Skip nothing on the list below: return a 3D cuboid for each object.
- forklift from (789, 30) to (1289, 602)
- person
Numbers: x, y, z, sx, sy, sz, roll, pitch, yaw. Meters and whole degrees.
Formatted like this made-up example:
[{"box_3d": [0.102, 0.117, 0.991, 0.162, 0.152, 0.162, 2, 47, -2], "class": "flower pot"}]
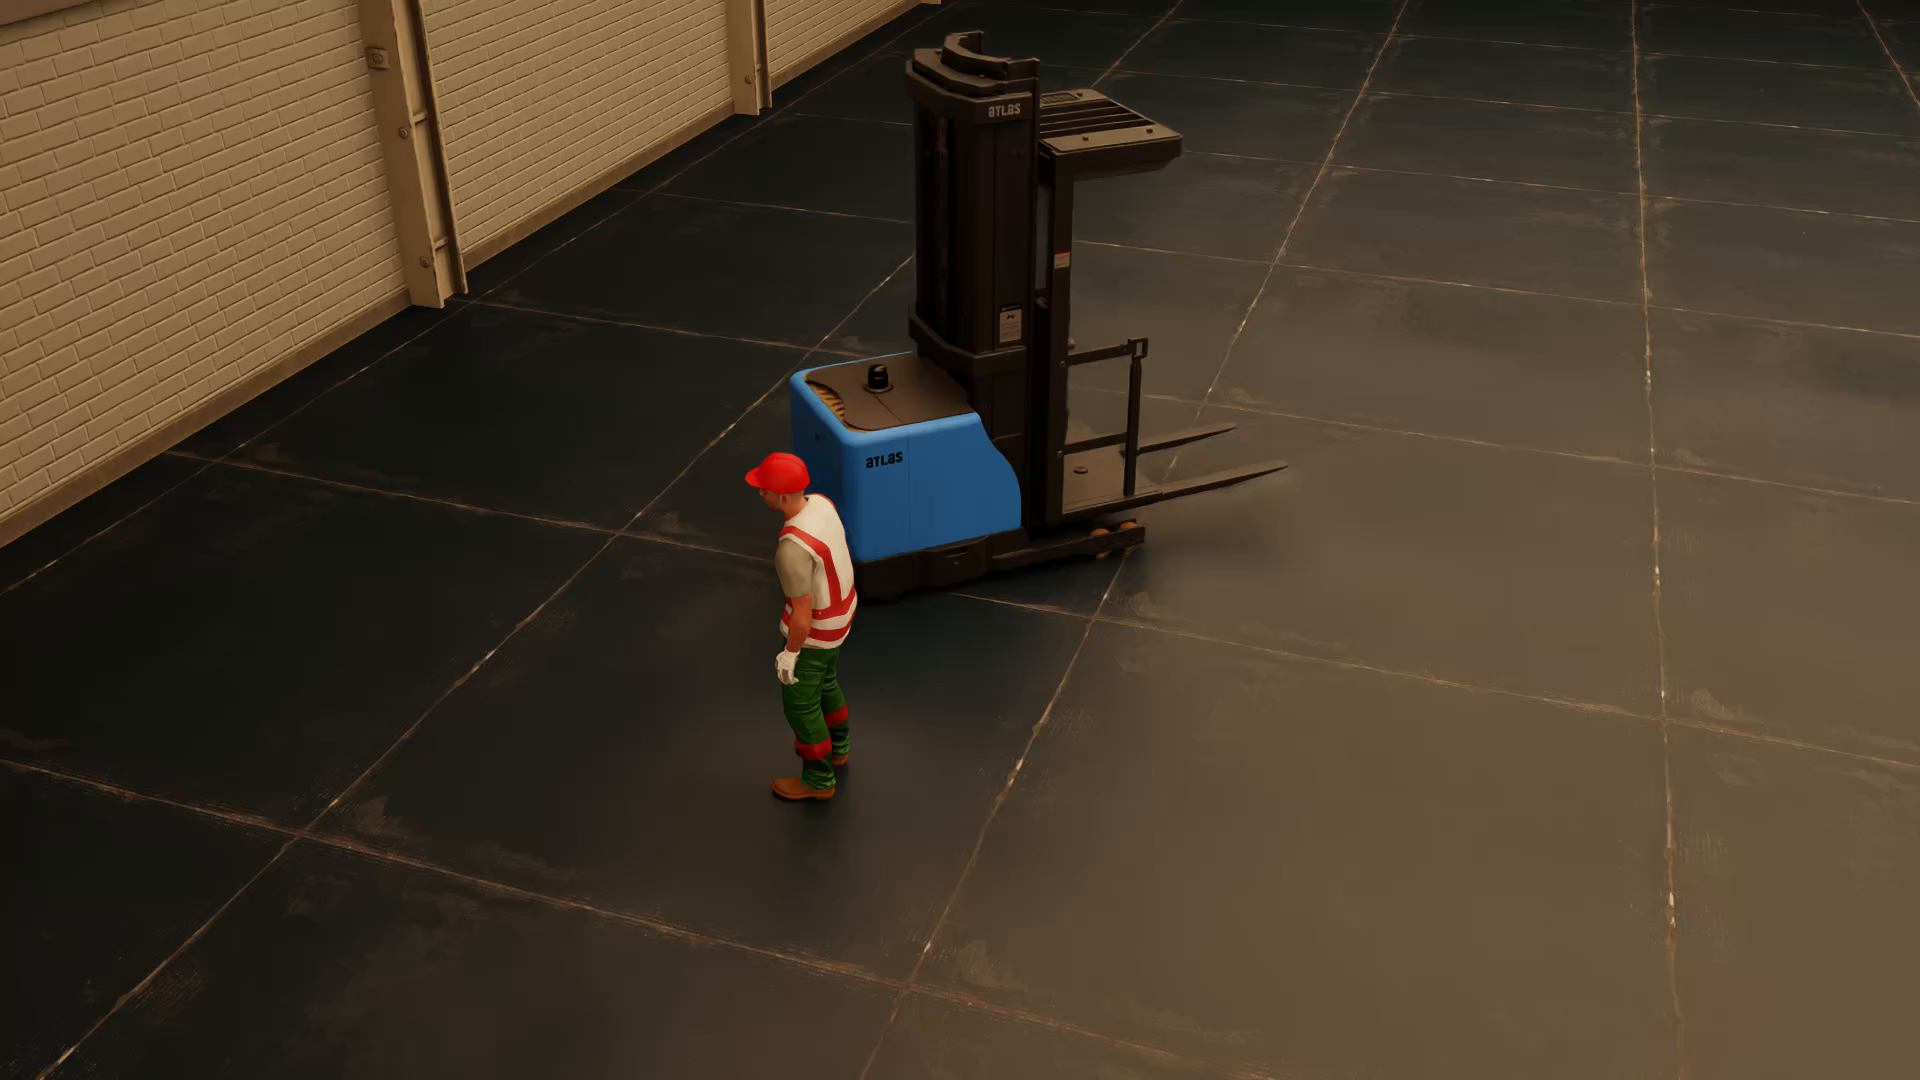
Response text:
[{"box_3d": [0.556, -1.399, 9.591, 3.031, 2.935, 1.130, -12, 32, -21], "class": "forklift"}, {"box_3d": [-0.704, 0.395, 7.610, 0.451, 1.779, 0.618, 6, 30, 10], "class": "person"}]
